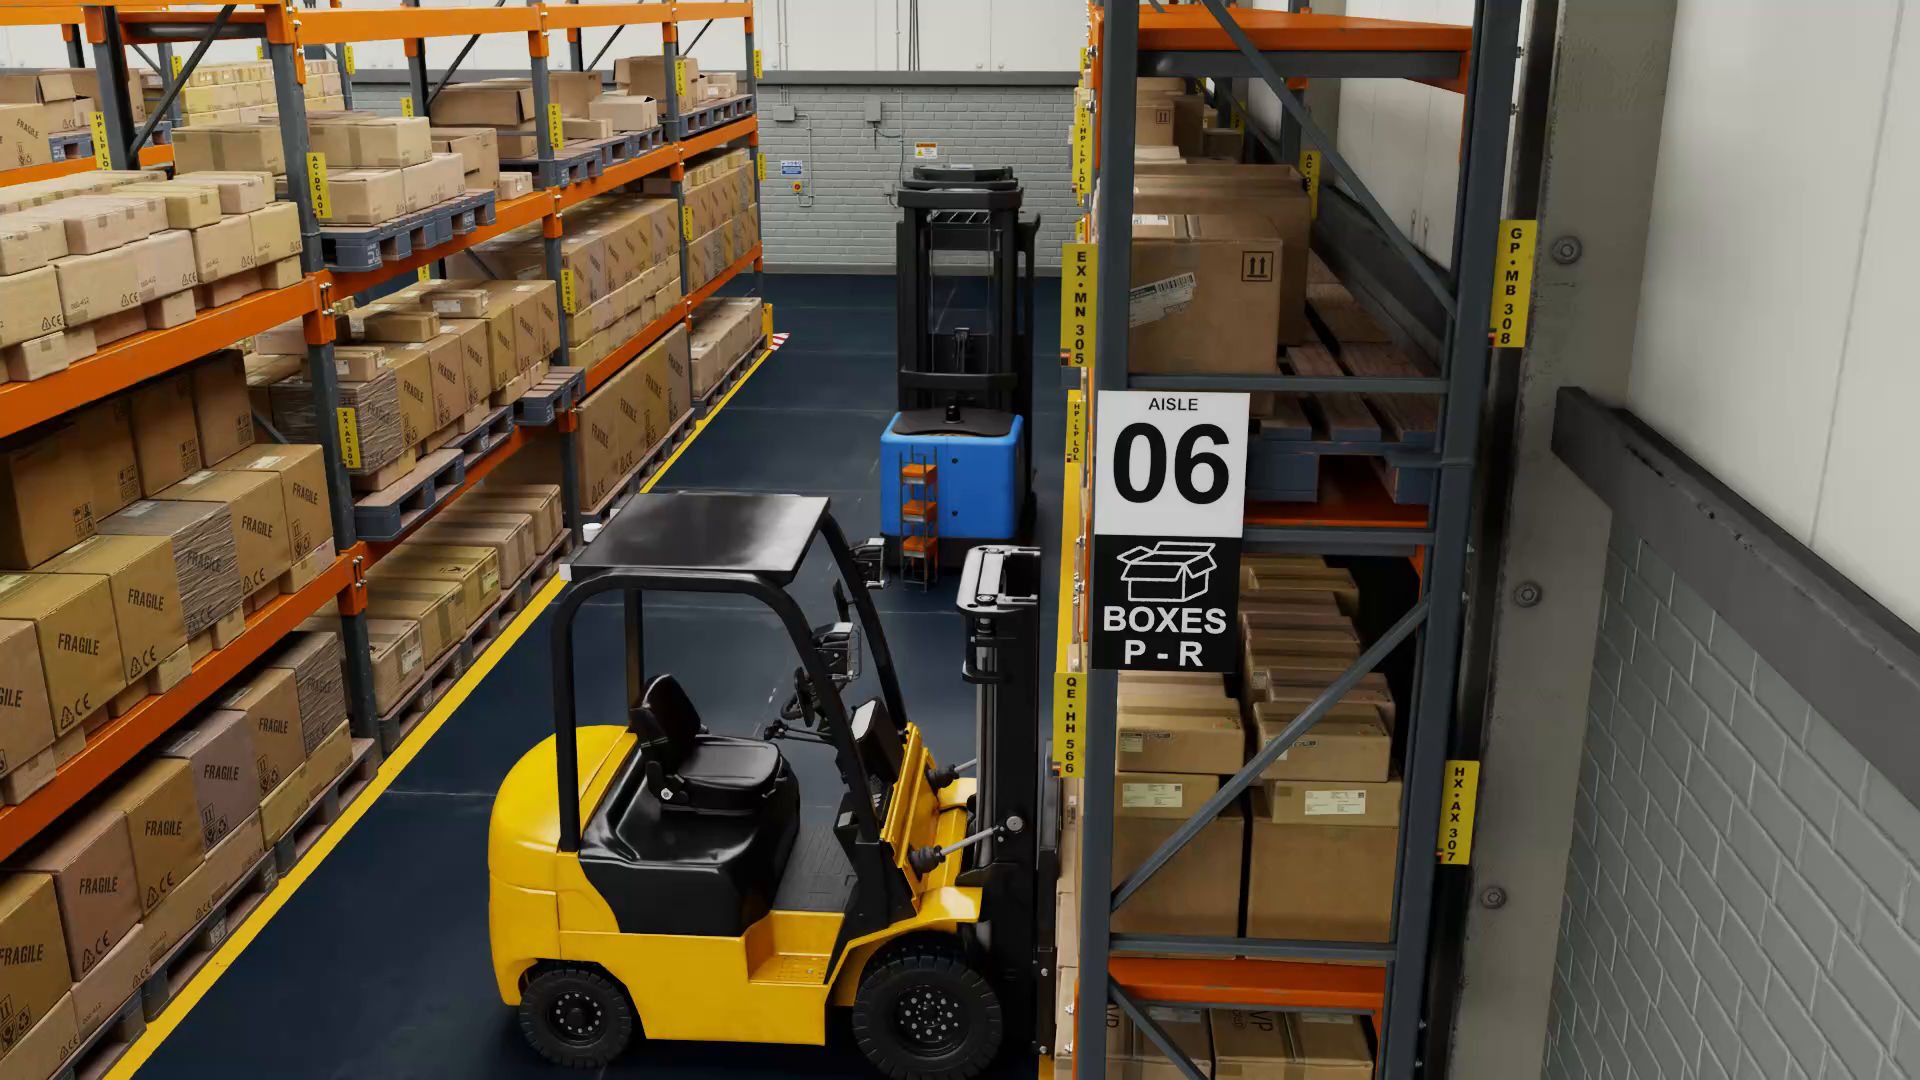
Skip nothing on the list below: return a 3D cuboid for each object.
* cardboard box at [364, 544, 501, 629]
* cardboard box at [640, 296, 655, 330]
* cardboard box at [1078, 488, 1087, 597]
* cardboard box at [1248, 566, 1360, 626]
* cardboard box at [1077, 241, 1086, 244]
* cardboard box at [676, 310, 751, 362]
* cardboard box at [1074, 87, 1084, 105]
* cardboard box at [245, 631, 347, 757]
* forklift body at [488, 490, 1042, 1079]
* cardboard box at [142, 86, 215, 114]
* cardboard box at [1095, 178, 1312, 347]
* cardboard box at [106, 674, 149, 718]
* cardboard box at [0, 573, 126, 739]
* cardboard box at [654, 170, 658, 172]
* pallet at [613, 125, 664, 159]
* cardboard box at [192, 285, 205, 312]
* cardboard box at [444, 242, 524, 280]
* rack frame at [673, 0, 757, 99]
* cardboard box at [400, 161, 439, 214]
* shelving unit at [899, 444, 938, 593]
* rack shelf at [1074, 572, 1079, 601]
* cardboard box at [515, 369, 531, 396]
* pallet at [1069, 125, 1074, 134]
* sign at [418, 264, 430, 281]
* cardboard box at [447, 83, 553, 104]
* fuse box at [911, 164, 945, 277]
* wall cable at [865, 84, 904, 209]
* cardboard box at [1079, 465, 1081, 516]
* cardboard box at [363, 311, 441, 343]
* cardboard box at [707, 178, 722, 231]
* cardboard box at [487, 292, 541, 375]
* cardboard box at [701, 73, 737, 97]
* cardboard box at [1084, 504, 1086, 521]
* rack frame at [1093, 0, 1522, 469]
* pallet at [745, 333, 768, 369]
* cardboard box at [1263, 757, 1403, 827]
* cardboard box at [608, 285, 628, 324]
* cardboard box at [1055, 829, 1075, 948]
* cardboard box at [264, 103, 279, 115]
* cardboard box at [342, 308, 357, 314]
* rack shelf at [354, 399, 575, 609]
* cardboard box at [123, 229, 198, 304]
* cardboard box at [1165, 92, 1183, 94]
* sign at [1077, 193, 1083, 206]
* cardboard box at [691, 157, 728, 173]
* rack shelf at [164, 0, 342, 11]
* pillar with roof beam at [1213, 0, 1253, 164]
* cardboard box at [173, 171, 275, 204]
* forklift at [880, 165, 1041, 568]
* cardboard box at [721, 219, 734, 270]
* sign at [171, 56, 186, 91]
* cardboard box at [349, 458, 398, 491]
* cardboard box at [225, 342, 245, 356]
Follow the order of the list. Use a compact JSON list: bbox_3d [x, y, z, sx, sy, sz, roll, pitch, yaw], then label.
[{"bbox_3d":[-3.677,0.304,11.224,0.950,0.372,0.625,2,18,6],"label":"cardboard box"},{"bbox_3d":[-3.108,-2.097,15.246,0.500,0.250,0.500,1,18,2],"label":"cardboard box"},{"bbox_3d":[0.851,0.051,8.289,0.500,0.500,0.500,1,18,2],"label":"cardboard box"},{"bbox_3d":[1.294,0.211,6.281,0.380,0.149,0.250,1,18,3],"label":"cardboard box"},{"bbox_3d":[1.422,-2.459,15.275,0.700,0.500,0.500,1,18,5],"label":"cardboard box"},{"bbox_3d":[-2.953,-2.360,19.249,0.875,0.438,0.875,2,18,5],"label":"cardboard box"},{"bbox_3d":[1.258,-4.129,15.481,0.380,0.149,0.250,2,18,6],"label":"cardboard box"},{"bbox_3d":[-3.583,0.798,8.709,0.500,0.500,0.500,1,18,3],"label":"cardboard box"},{"bbox_3d":[-0.827,0.983,6.970,2.313,2.155,1.214,1,18,4],"label":"forklift body"},{"bbox_3d":[-7.905,-4.442,16.784,0.500,0.250,0.500,2,18,6],"label":"cardboard box"},{"bbox_3d":[0.818,-0.970,5.752,0.700,0.500,0.500,1,18,4],"label":"cardboard box"},{"bbox_3d":[-3.704,0.635,7.071,0.380,0.149,0.250,1,18,2],"label":"cardboard box"},{"bbox_3d":[-3.715,0.450,6.593,0.500,0.500,0.500,1,18,3],"label":"cardboard box"},{"bbox_3d":[-3.375,-3.797,17.385,0.380,0.149,0.250,1,18,3],"label":"cardboard box"},{"bbox_3d":[-3.251,-3.676,15.315,0.805,0.209,1.217,1,18,2],"label":"pallet"},{"bbox_3d":[-3.692,-1.110,7.579,0.380,0.149,0.250,1,18,2],"label":"cardboard box"},{"bbox_3d":[-3.745,-2.074,13.170,0.500,0.500,0.500,1,18,2],"label":"cardboard box"},{"bbox_3d":[-2.948,-6.721,19.482,1.000,3.000,0.127,1,18,4],"label":"rack frame"},{"bbox_3d":[-3.331,-2.027,9.540,0.500,0.250,0.500,1,18,3],"label":"cardboard box"},{"bbox_3d":[-0.303,-0.157,12.216,0.215,1.050,0.252,6,19,17],"label":"shelving unit"},{"bbox_3d":[1.287,-0.312,10.715,1.077,0.370,4.000,1,18,4],"label":"rack shelf"},{"bbox_3d":[-3.257,-1.116,11.741,0.380,0.149,0.250,0,18,1],"label":"cardboard box"},{"bbox_3d":[1.600,-3.653,15.239,1.213,0.211,1.003,1,18,4],"label":"pallet"},{"bbox_3d":[-4.075,-1.947,12.687,0.100,0.325,0.005,1,18,4],"label":"sign"},{"bbox_3d":[-3.640,-3.369,13.236,0.700,0.500,0.500,0,18,1],"label":"cardboard box"},{"bbox_3d":[-0.482,-4.917,25.681,0.539,1.711,0.414,1,18,4],"label":"fuse box"},{"bbox_3d":[-1.151,-6.076,25.518,0.588,1.984,0.122,1,18,4],"label":"wall cable"},{"bbox_3d":[0.949,-0.281,9.703,0.500,0.250,0.500,1,18,4],"label":"cardboard box"},{"bbox_3d":[-3.446,-1.317,10.272,0.380,0.149,0.250,2,18,7],"label":"cardboard box"},{"bbox_3d":[-2.868,-3.608,17.851,0.500,0.500,0.500,2,18,5],"label":"cardboard box"},{"bbox_3d":[-3.303,-1.465,11.765,0.500,0.500,0.500,1,18,3],"label":"cardboard box"},{"bbox_3d":[-2.890,-5.329,19.458,0.500,0.250,0.500,0,18,-1],"label":"cardboard box"},{"bbox_3d":[0.758,-0.059,7.583,0.380,0.149,0.250,2,18,5],"label":"cardboard box"},{"bbox_3d":[0.856,-1.642,3.982,1.000,3.000,0.127,1,18,4],"label":"rack frame"},{"bbox_3d":[-2.927,-2.295,20.087,1.003,0.211,1.213,1,18,4],"label":"pallet"},{"bbox_3d":[1.139,0.754,5.103,0.380,0.149,0.250,1,18,3],"label":"cardboard box"},{"bbox_3d":[-3.152,-2.018,14.203,0.500,0.250,0.500,1,18,4],"label":"cardboard box"},{"bbox_3d":[0.635,1.375,6.544,0.500,0.250,0.500,2,18,5],"label":"cardboard box"},{"bbox_3d":[-7.758,-4.678,18.306,0.500,0.250,0.500,2,18,6],"label":"cardboard box"},{"bbox_3d":[-7.645,-2.765,20.470,0.380,0.149,0.250,1,18,2],"label":"cardboard box"},{"bbox_3d":[-3.665,-0.422,11.049,1.077,0.370,4.000,1,18,4],"label":"rack shelf"},{"bbox_3d":[-3.657,-1.180,7.154,0.500,0.250,0.500,1,18,3],"label":"cardboard box"},{"bbox_3d":[1.778,-3.877,14.713,0.380,0.149,0.250,2,18,5],"label":"cardboard box"},{"bbox_3d":[1.462,-4.184,19.983,0.100,0.325,0.005,1,18,4],"label":"sign"},{"bbox_3d":[-2.811,-4.187,18.576,0.380,0.149,0.250,2,18,5],"label":"cardboard box"},{"bbox_3d":[-8.036,-5.835,17.940,1.077,0.370,4.000,1,18,4],"label":"rack shelf"},{"bbox_3d":[-1.628,-5.661,16.247,9.100,9.000,0.400,1,18,4],"label":"pillar with roof beam"},{"bbox_3d":[-3.613,-1.725,8.174,0.380,0.149,0.250,2,18,5],"label":"cardboard box"},{"bbox_3d":[0.072,-1.588,13.561,1.130,2.935,3.031,2,18,6],"label":"forklift"},{"bbox_3d":[-2.820,-3.285,18.472,0.500,0.500,0.500,2,18,6],"label":"cardboard box"},{"bbox_3d":[-7.625,-4.554,16.223,0.100,0.325,0.005,1,18,4],"label":"sign"},{"bbox_3d":[-3.453,-0.388,9.518,0.380,0.149,0.250,2,18,5],"label":"cardboard box"},{"bbox_3d":[-7.869,-2.021,17.721,0.380,0.149,0.250,2,18,7],"label":"cardboard box"}]
